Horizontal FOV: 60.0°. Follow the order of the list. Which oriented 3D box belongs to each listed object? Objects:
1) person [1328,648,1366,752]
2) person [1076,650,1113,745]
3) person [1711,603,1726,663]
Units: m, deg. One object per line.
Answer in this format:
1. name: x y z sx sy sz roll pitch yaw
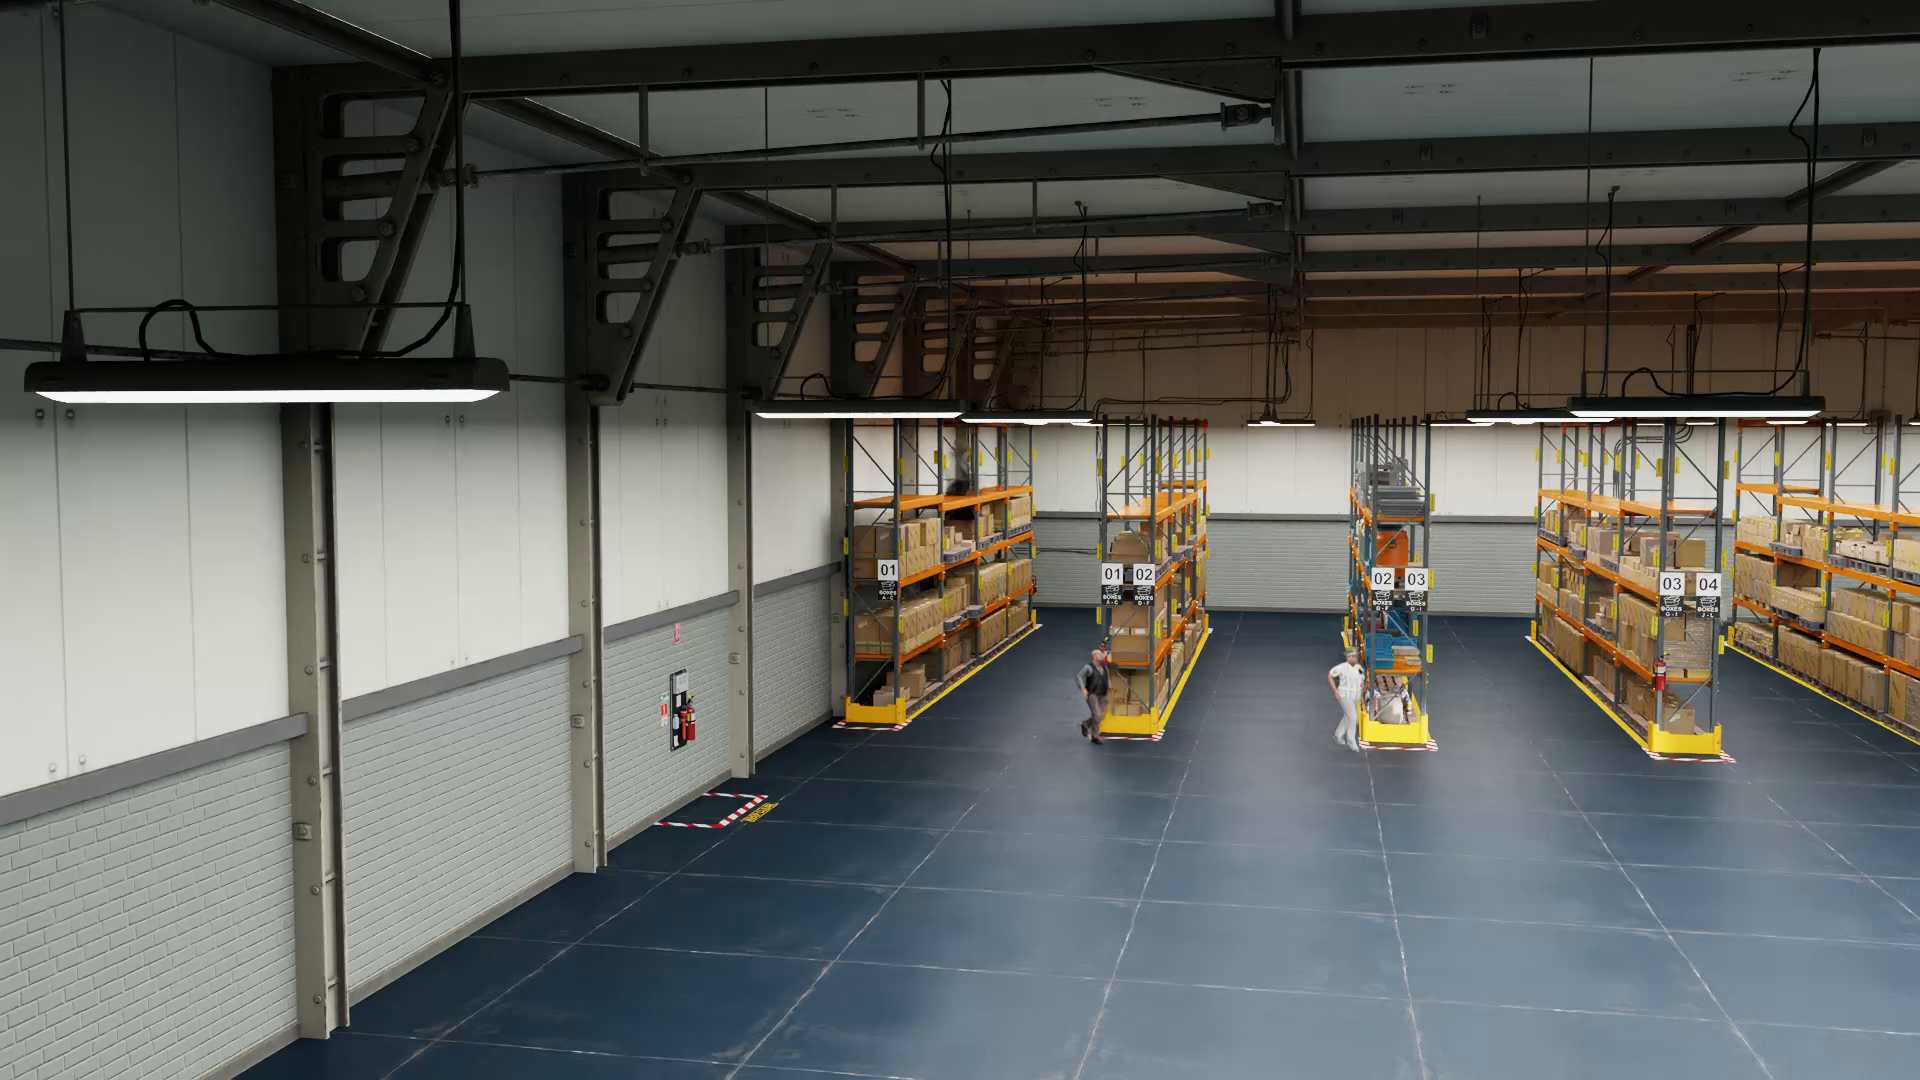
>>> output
1. person: 7.013 2.841 29.879 0.647 1.807 0.745 -2 4 -32
2. person: 2.501 2.867 30.457 0.709 1.693 0.694 -3 5 -34
3. person: 18.503 2.125 40.978 0.650 1.766 0.707 2 4 23
